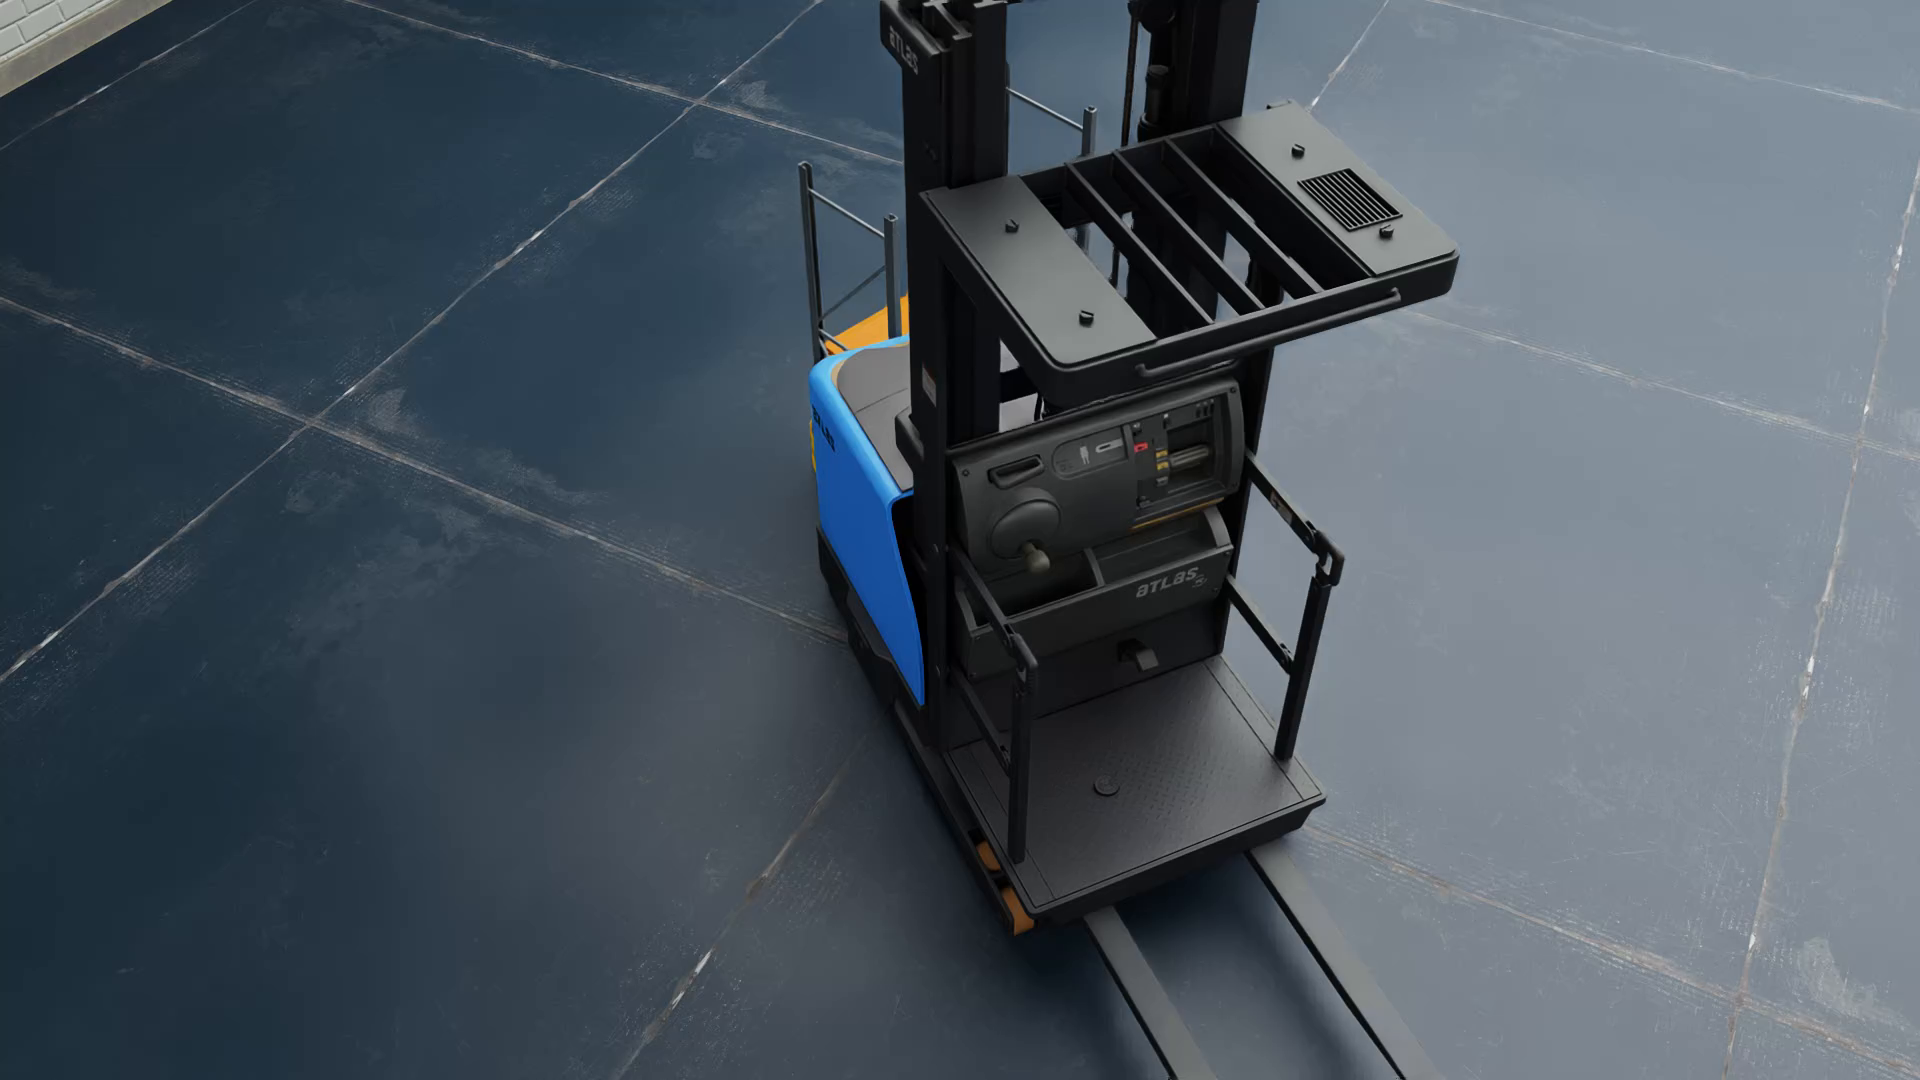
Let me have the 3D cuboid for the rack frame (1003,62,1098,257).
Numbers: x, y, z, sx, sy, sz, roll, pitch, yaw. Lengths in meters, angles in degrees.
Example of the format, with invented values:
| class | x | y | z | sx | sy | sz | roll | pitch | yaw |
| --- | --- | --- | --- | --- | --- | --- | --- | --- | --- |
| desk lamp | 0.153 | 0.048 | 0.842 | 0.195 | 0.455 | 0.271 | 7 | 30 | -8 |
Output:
| class | x | y | z | sx | sy | sz | roll | pitch | yaw |
| --- | --- | --- | --- | --- | --- | --- | --- | --- | --- |
| rack frame | -3.521 | 3.998 | 1.534 | 15.964 | 1.800 | 5.842 | -35 | 55 | -29 |

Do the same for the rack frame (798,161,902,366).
| class | x | y | z | sx | sy | sz | roll | pitch | yaw |
| --- | --- | --- | --- | --- | --- | --- | --- | --- | --- |
| rack frame | -0.398 | -0.704 | 6.391 | 0.032 | 1.500 | 0.500 | -35 | 55 | -29 |

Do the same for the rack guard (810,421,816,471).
| class | x | y | z | sx | sy | sz | roll | pitch | yaw |
| --- | --- | --- | --- | --- | --- | --- | --- | --- | --- |
| rack guard | -0.397 | -0.265 | 6.836 | 0.087 | 0.250 | 0.587 | -35 | 55 | -29 |

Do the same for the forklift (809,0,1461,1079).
| class | x | y | z | sx | sy | sz | roll | pitch | yaw |
| --- | --- | --- | --- | --- | --- | --- | --- | --- | --- |
| forklift | 0.516 | -0.093 | 4.782 | 1.130 | 2.935 | 3.031 | -18 | 48 | -17 |

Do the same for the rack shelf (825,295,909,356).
| class | x | y | z | sx | sy | sz | roll | pitch | yaw |
| --- | --- | --- | --- | --- | --- | --- | --- | --- | --- |
| rack shelf | -0.033 | -0.829 | 6.768 | 1.000 | 0.185 | 0.538 | -35 | 55 | -29 |

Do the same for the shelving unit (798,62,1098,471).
| class | x | y | z | sx | sy | sz | roll | pitch | yaw |
| --- | --- | --- | --- | --- | --- | --- | --- | --- | --- |
| shelving unit | -3.533 | 3.985 | 1.547 | 15.973 | 1.800 | 5.886 | -35 | 55 | -29 |
